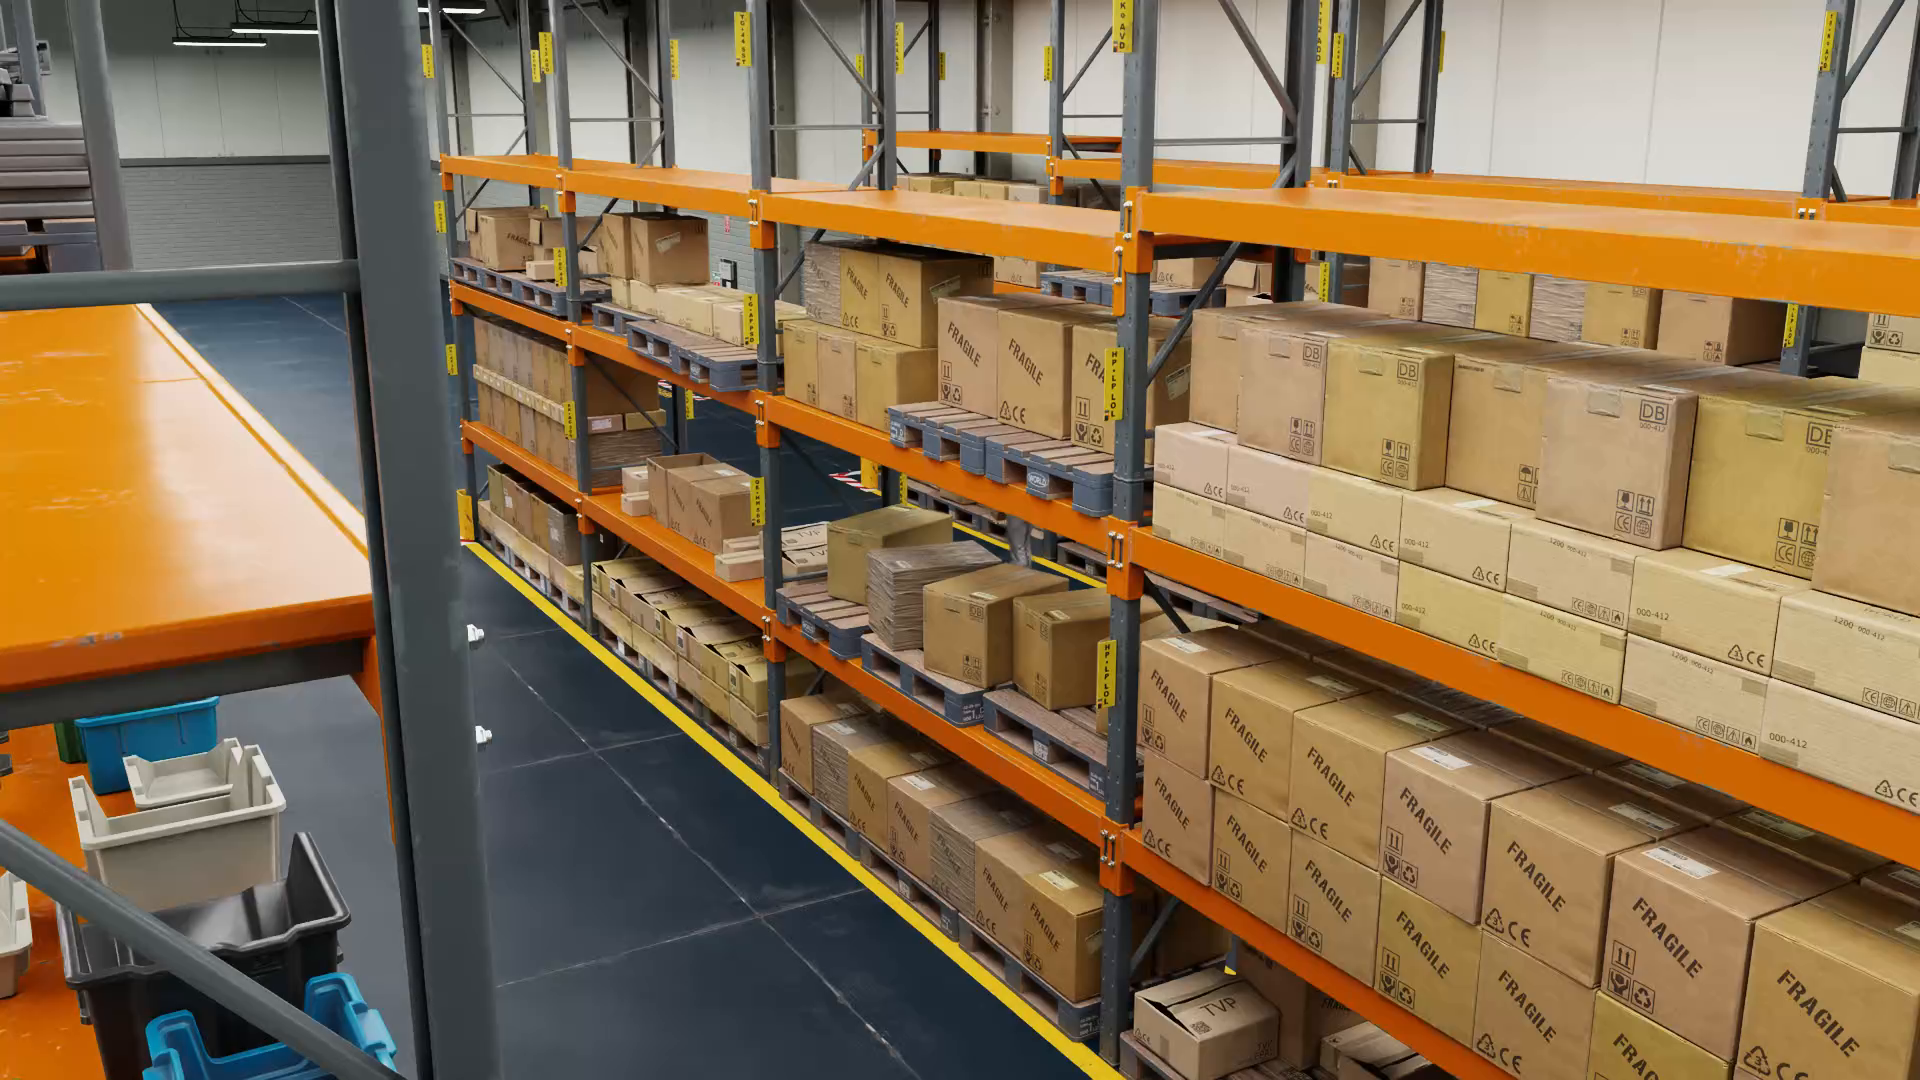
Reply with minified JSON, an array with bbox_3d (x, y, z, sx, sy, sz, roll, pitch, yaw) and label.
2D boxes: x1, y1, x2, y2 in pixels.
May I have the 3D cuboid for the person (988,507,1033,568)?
[{"bbox_3d":[0.559,-0.296,16.040,0.514,1.703,0.527,7,17,26],"label":"person"}]
